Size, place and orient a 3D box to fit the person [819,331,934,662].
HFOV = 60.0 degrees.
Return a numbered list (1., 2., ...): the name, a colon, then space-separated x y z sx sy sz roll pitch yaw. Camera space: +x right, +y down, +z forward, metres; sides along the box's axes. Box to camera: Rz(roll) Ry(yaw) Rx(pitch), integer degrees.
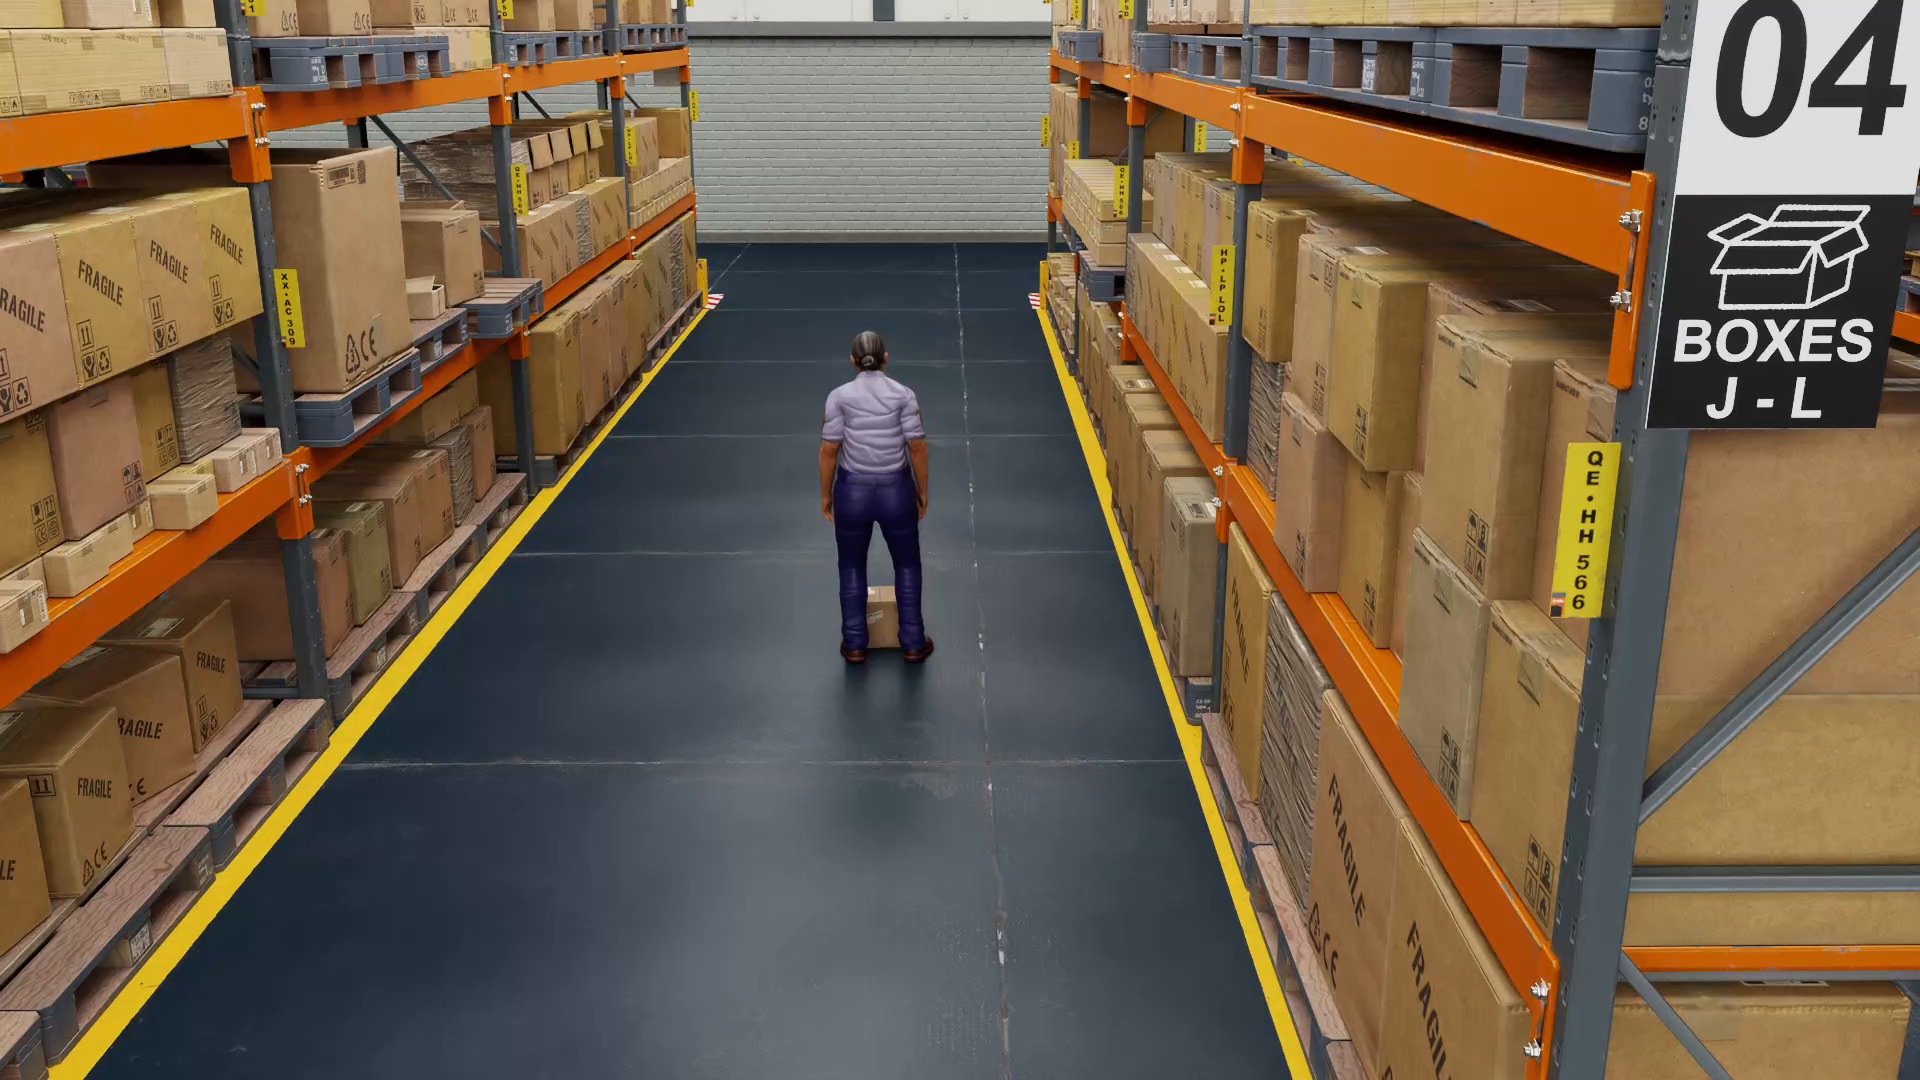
1. person: -0.409 -0.200 8.201 0.558 1.652 0.363 -1 17 -3
